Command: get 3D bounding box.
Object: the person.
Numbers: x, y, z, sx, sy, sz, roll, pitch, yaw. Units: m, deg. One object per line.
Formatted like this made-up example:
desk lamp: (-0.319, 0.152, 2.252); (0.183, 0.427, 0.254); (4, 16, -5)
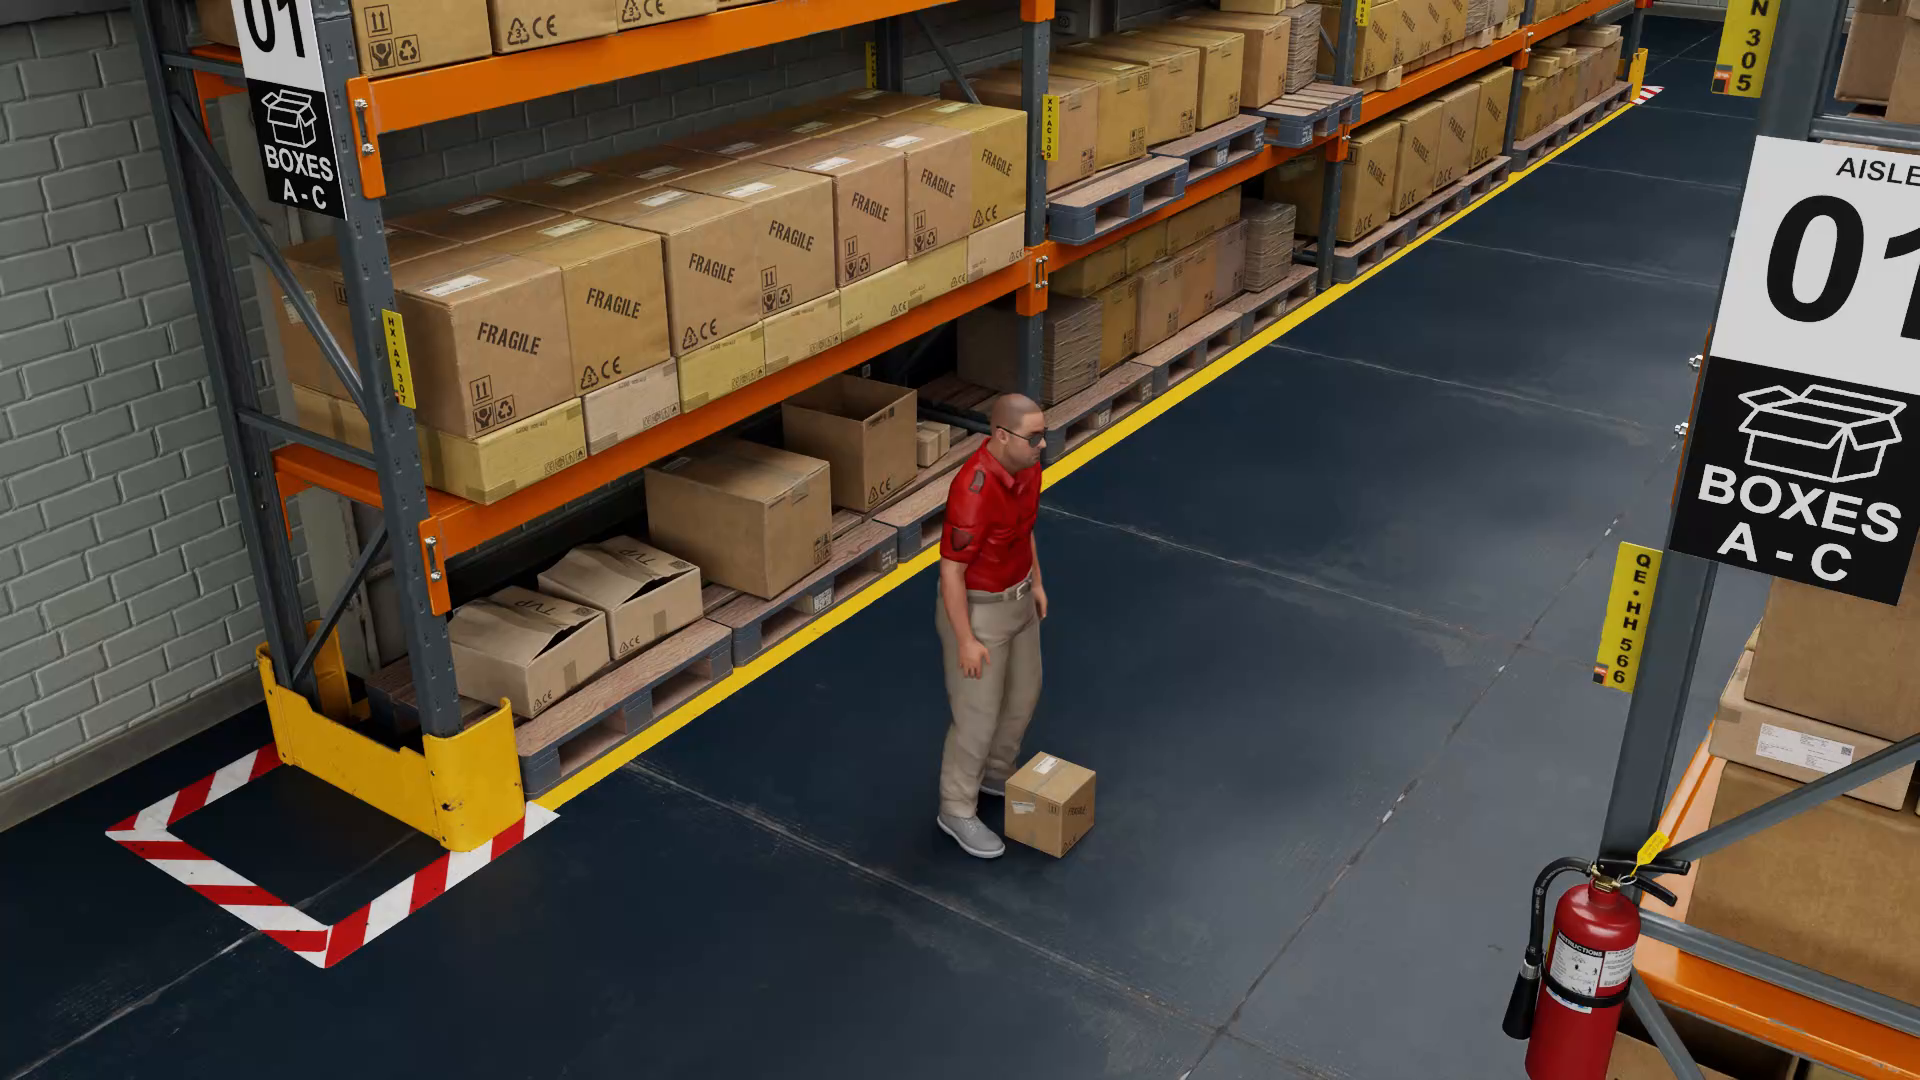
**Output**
person: (0.131, 0.273, 6.088); (0.387, 1.727, 0.606); (15, 31, 28)
